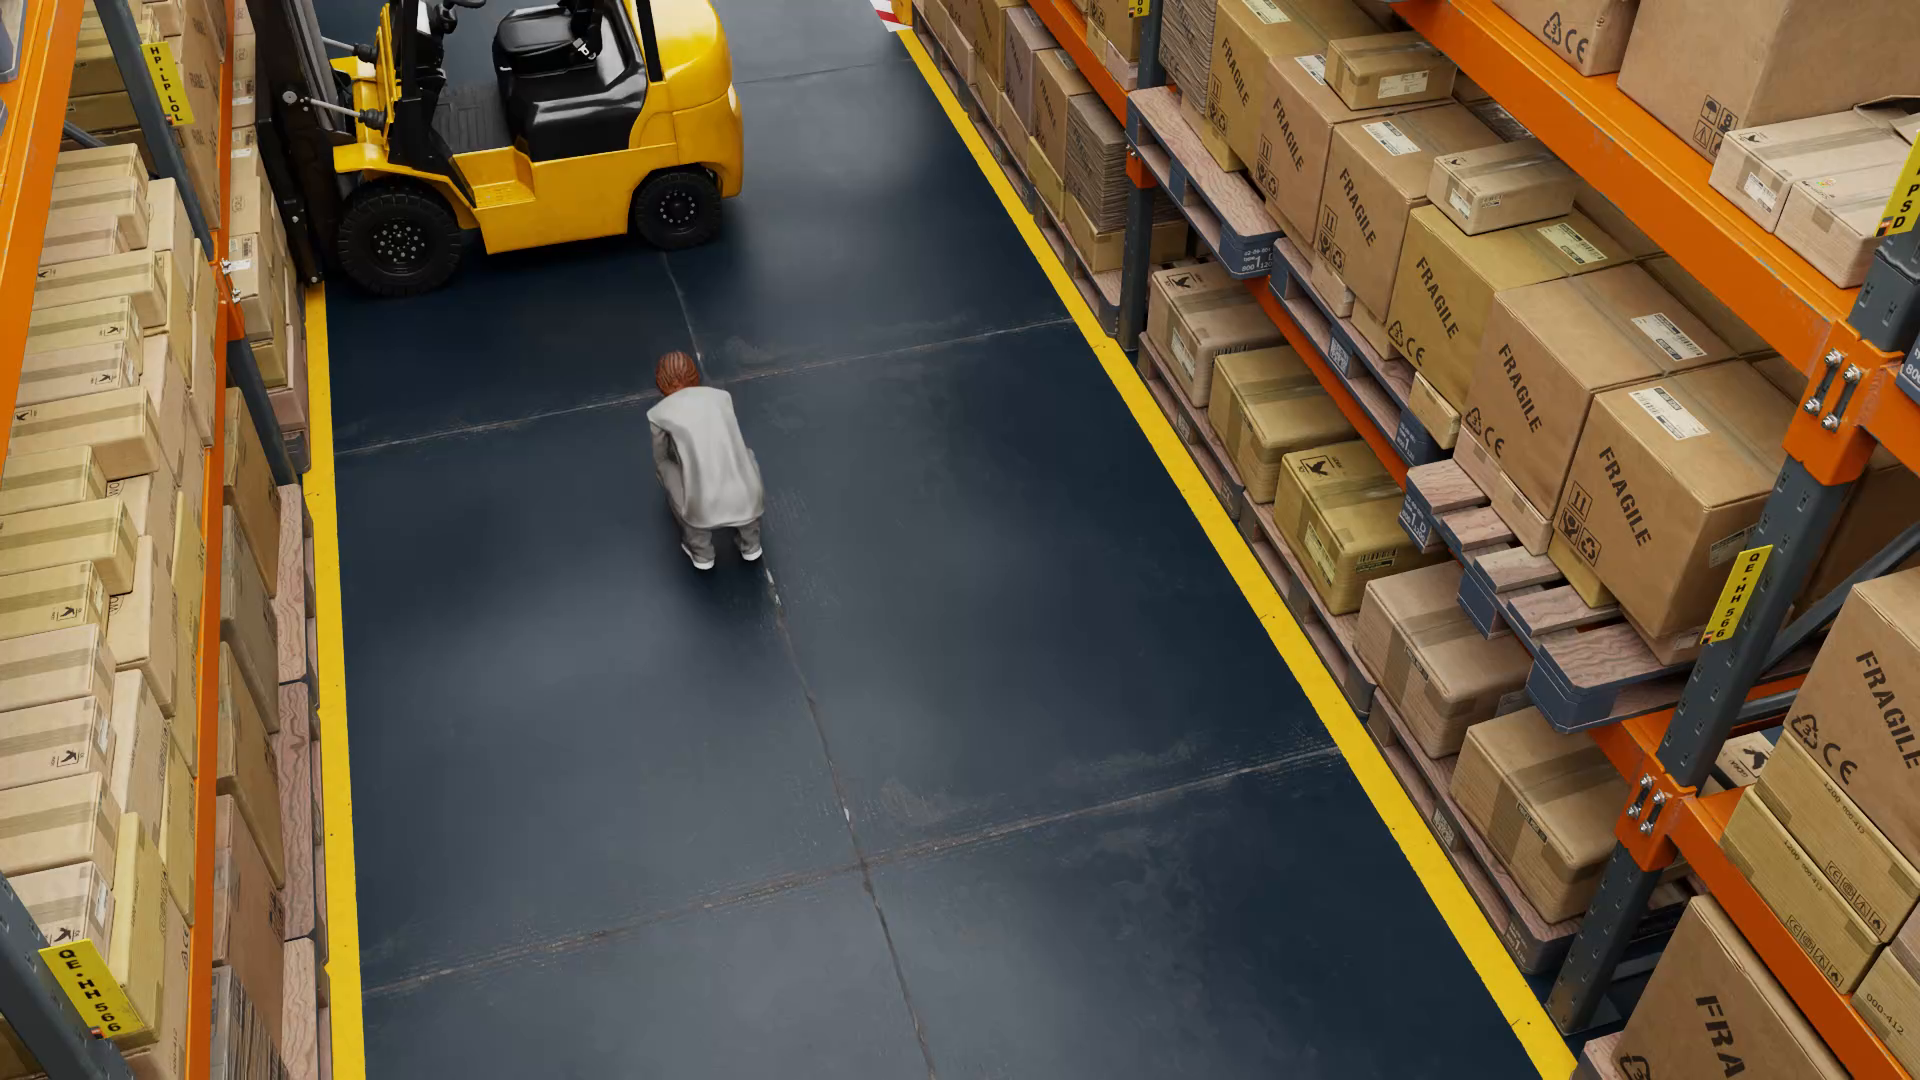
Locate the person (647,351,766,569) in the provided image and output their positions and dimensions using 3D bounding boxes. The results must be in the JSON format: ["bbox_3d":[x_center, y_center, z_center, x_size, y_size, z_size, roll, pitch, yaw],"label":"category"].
[{"bbox_3d":[-1.084,-0.316,7.146,0.436,0.765,0.810,-12,44,-13],"label":"person"}]
